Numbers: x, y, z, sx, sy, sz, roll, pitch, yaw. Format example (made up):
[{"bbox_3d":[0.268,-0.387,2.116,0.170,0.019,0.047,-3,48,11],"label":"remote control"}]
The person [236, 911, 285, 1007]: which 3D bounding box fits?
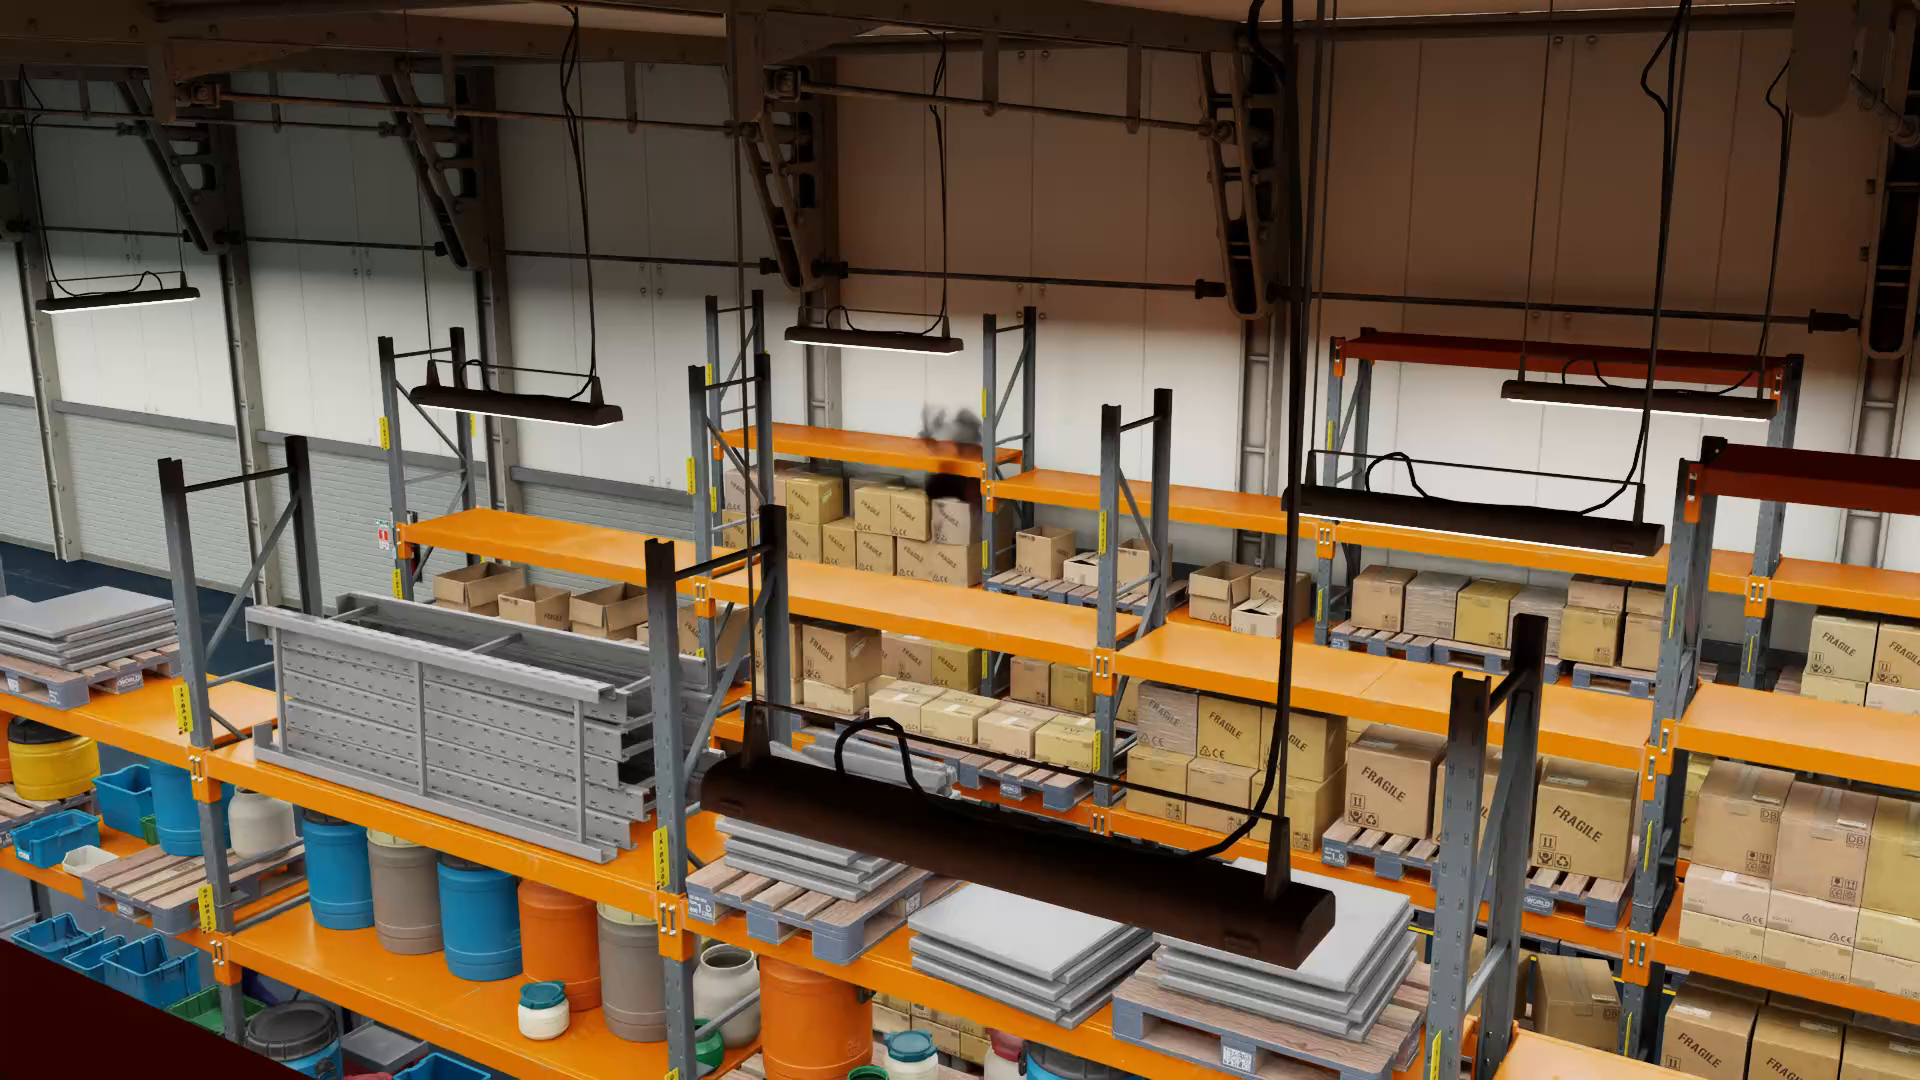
[{"bbox_3d":[-6.392,3.722,14.843,0.556,1.600,0.606,5,15,21],"label":"person"}]
